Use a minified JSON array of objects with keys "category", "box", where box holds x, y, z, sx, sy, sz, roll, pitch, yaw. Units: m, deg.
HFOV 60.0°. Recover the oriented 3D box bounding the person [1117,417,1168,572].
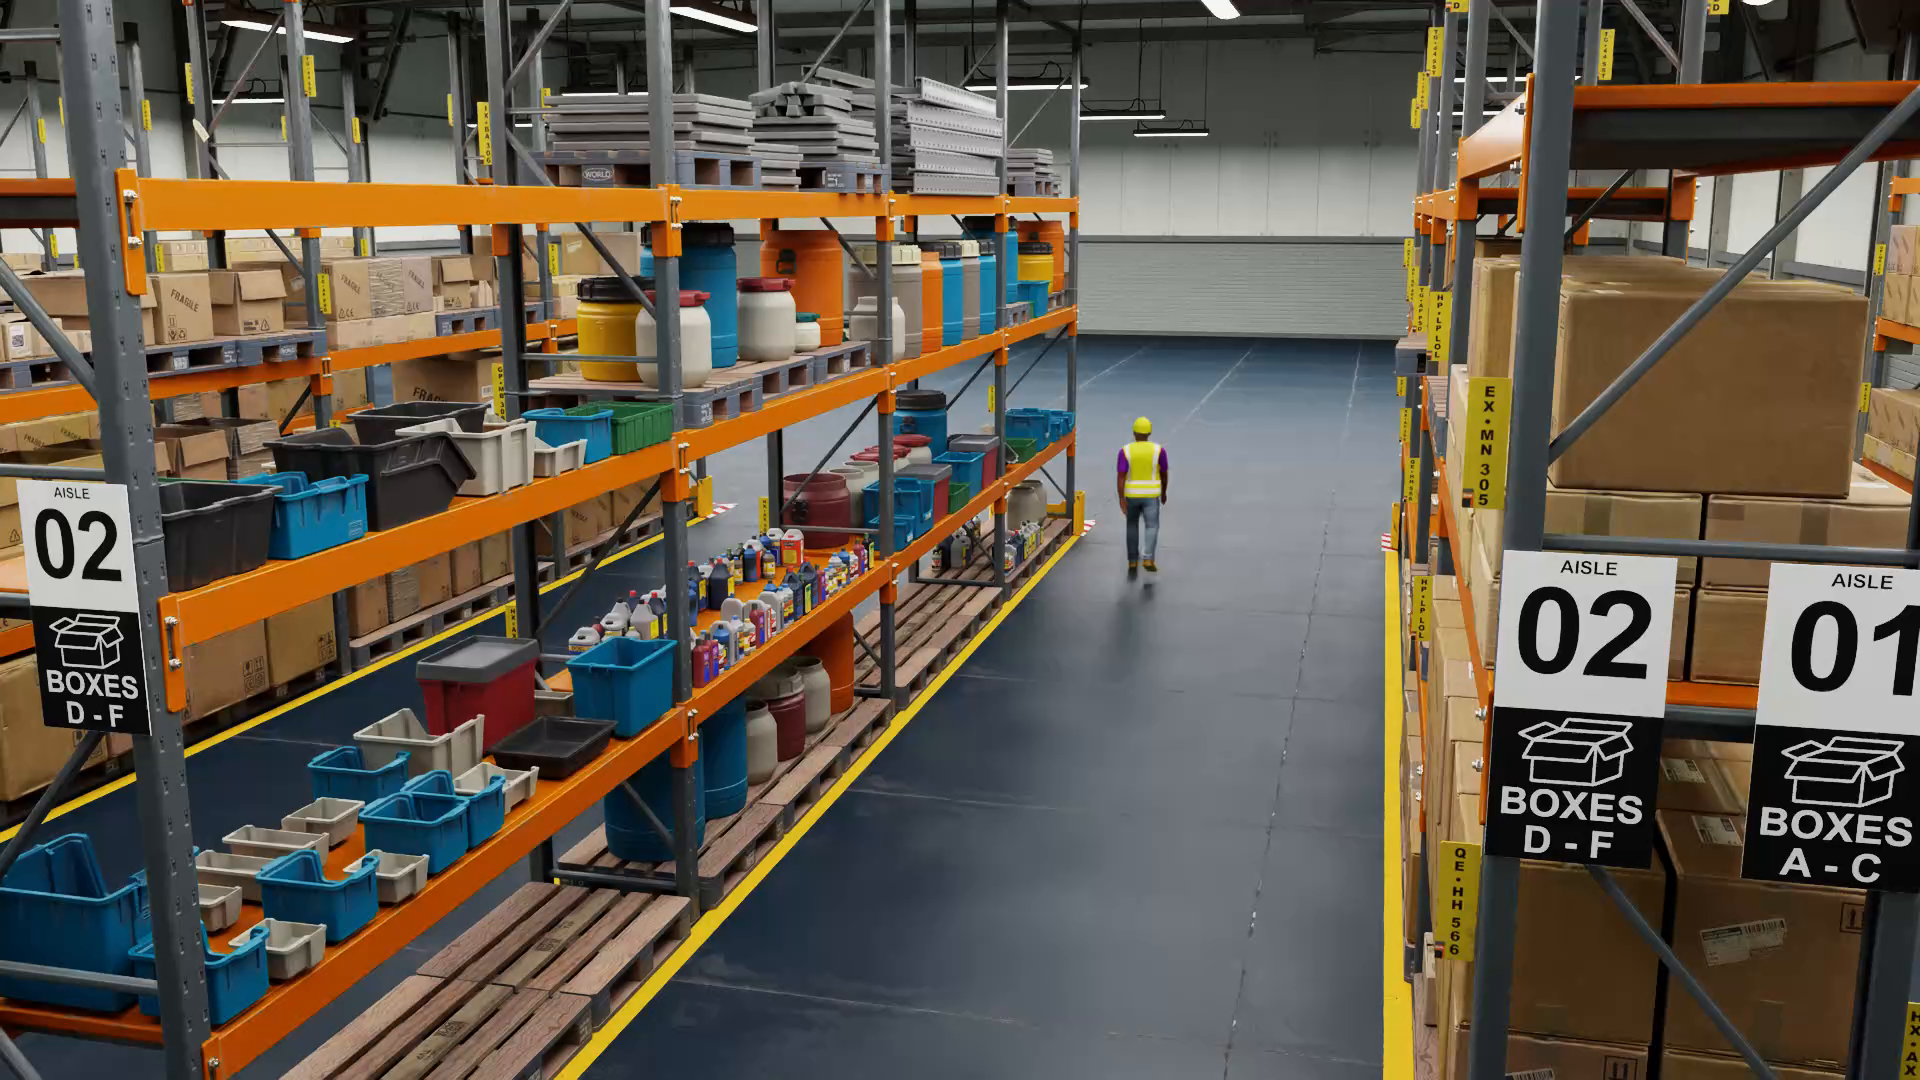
[{"category":"person","box":[2.009,-0.496,18.338,0.551,1.733,0.992,2,12,11]}]
